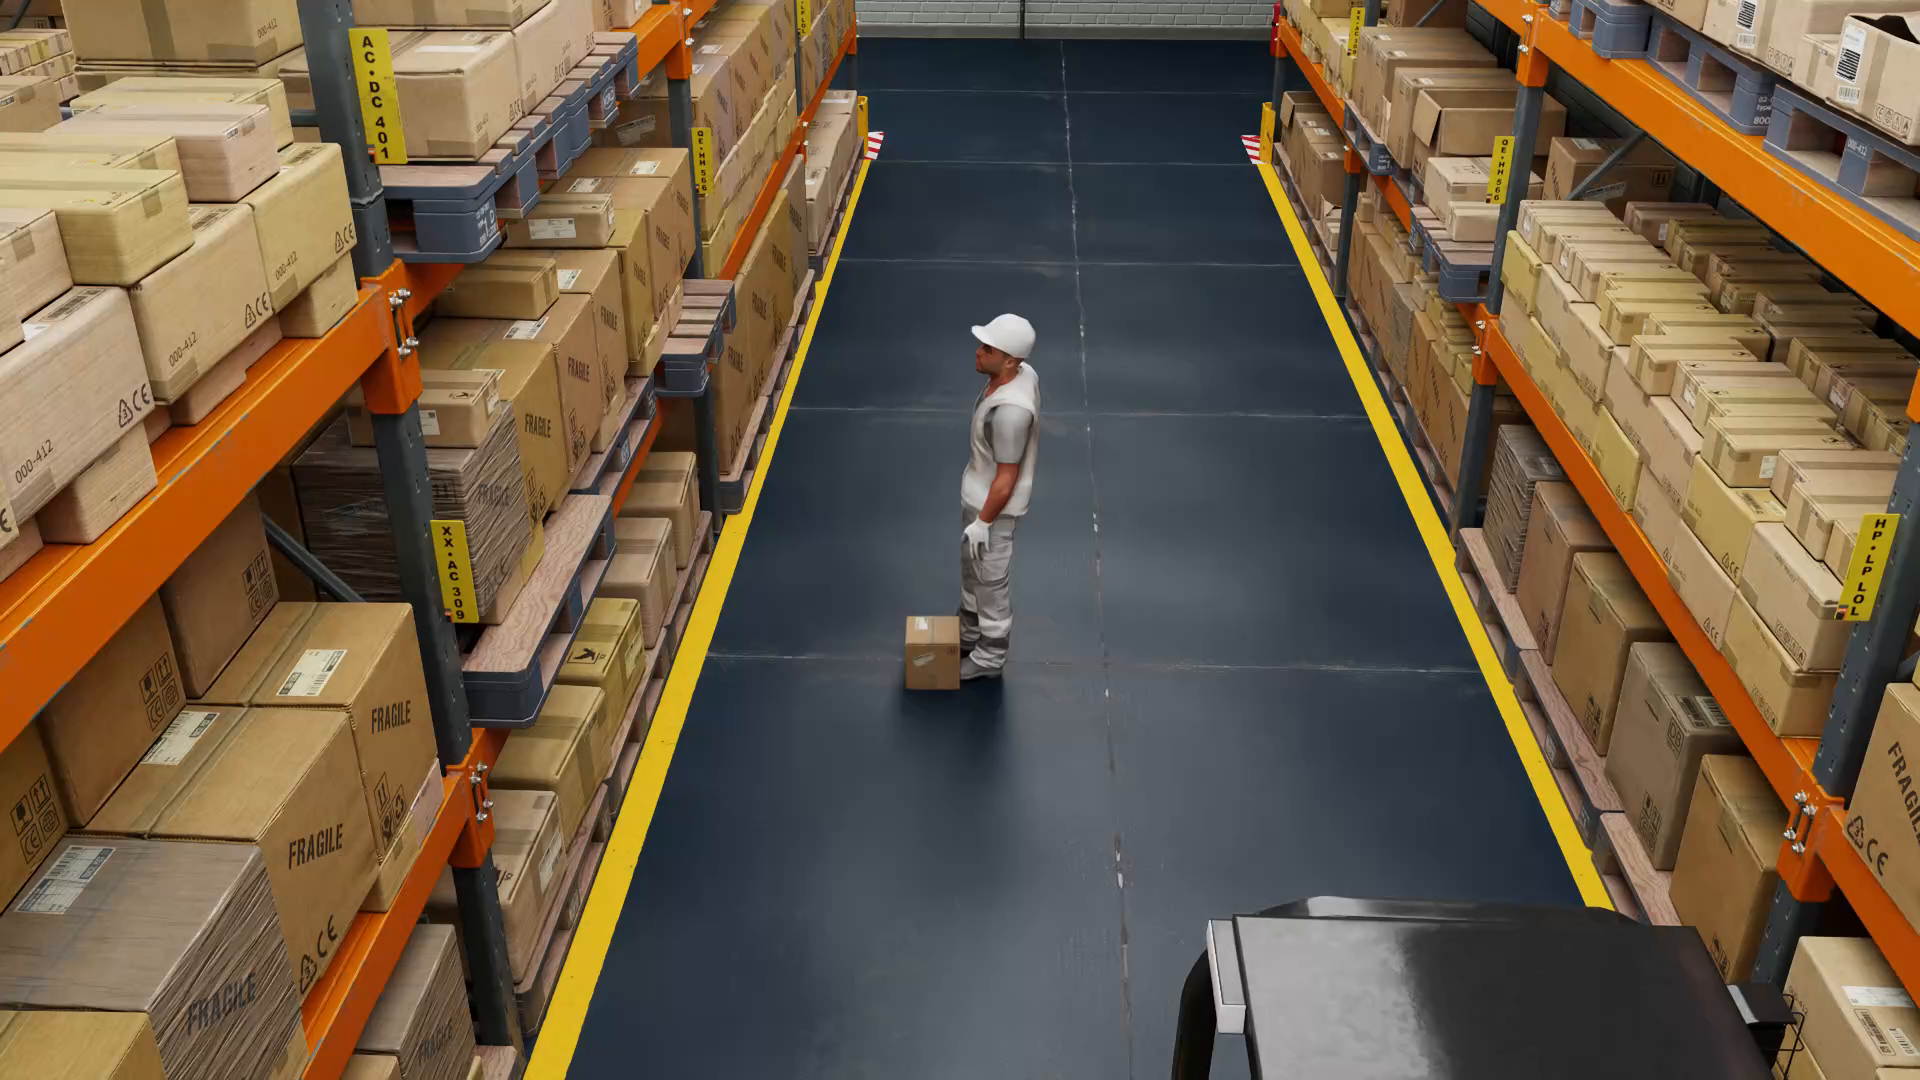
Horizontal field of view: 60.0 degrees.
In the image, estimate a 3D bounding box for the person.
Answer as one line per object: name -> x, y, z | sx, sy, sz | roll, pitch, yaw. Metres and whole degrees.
person -> 0.068, -0.174, 7.407 | 0.564, 1.788, 0.627 | 1, 28, 2
